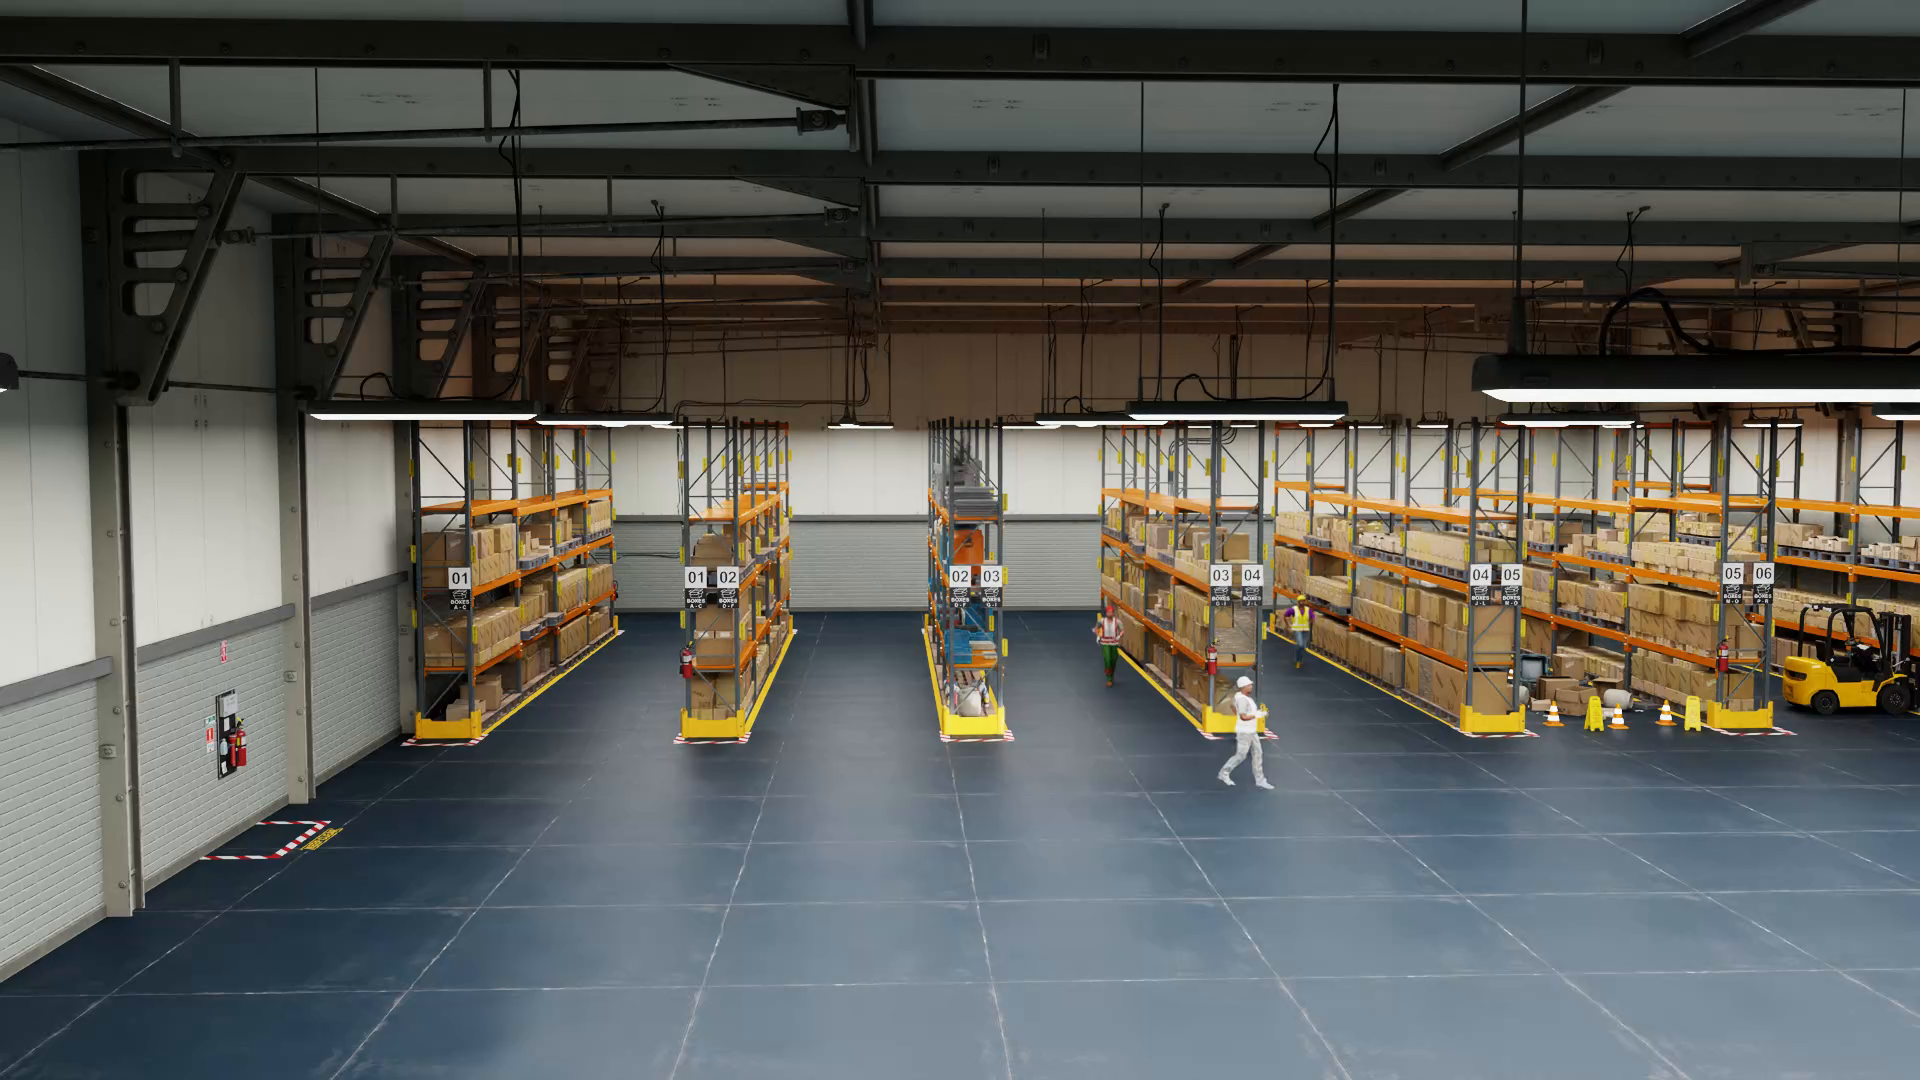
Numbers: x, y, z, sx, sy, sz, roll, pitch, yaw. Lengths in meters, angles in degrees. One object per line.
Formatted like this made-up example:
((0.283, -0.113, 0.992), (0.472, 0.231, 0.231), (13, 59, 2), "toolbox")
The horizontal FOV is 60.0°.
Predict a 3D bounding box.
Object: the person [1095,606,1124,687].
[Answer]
((3.388, 2.378, 37.605), (0.663, 1.790, 0.863), (0, 4, 0), "person")

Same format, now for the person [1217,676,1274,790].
((4.560, 3.071, 26.485), (0.896, 1.797, 0.676), (1, 4, 19), "person")

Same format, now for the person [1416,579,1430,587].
((13.672, 1.685, 49.338), (0.674, 1.673, 0.615), (0, 4, 4), "person")

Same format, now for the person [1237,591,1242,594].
((8.340, 1.682, 48.509), (0.956, 1.744, 0.733), (-2, 4, -31), "person")

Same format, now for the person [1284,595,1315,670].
((8.222, 2.229, 40.114), (0.670, 1.801, 0.728), (-1, 4, -11), "person")
